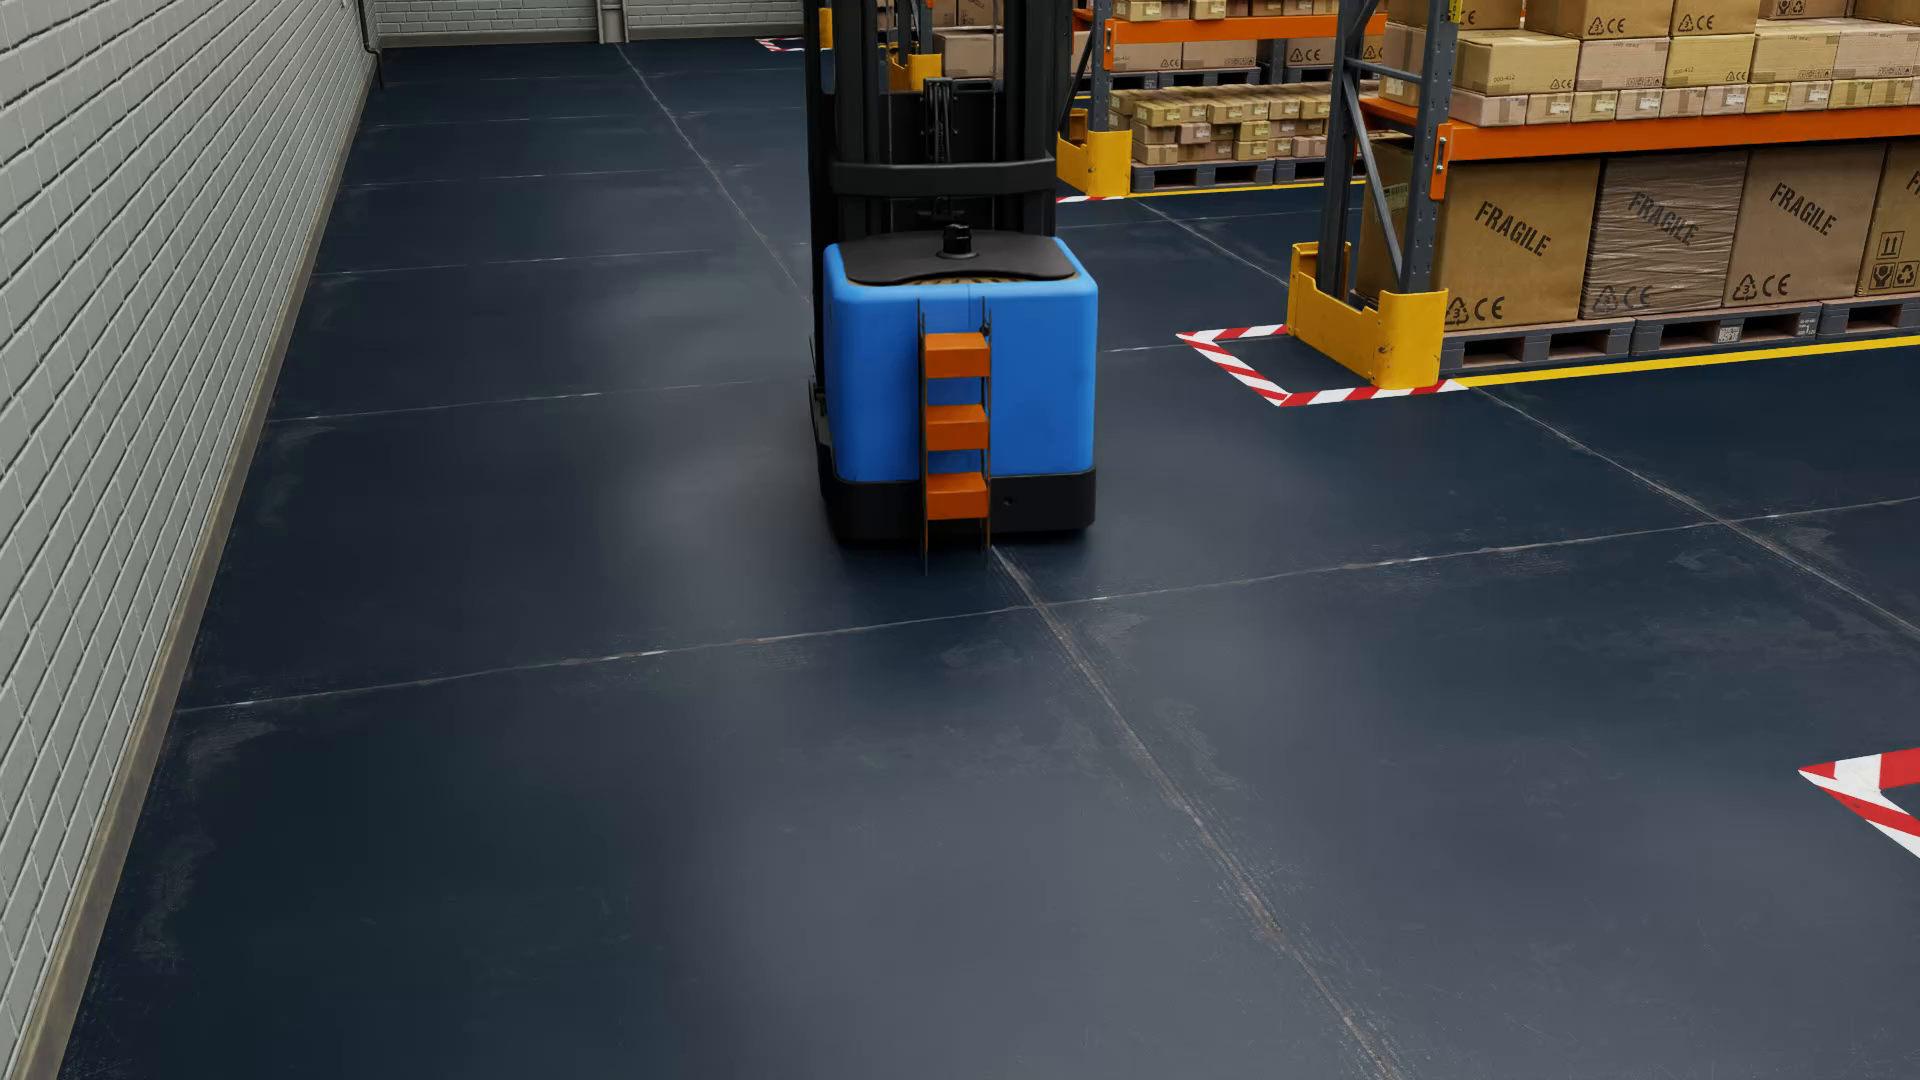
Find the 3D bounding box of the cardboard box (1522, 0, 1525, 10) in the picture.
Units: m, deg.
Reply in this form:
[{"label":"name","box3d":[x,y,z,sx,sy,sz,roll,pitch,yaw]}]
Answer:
[{"label":"cardboard box","box3d":[4.377,-4.401,13.521,0.250,0.149,0.380,-7,24,-16]}]

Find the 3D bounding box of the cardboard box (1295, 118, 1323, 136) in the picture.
[{"label":"cardboard box","box3d":[2.776,-3.419,13.619,0.250,0.149,0.380,-5,24,-12]}]

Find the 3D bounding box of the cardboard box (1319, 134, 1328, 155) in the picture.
[{"label":"cardboard box","box3d":[3.032,-3.265,13.639,0.250,0.149,0.380,-6,24,-14]}]

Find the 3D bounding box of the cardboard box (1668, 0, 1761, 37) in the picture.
[{"label":"cardboard box","box3d":[3.712,-2.856,8.465,0.500,0.500,0.500,-7,24,-16]}]

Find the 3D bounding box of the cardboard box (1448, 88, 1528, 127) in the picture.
[{"label":"cardboard box","box3d":[2.629,-2.182,8.349,0.250,0.149,0.380,-6,24,-14]}]

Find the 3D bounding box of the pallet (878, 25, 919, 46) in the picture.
[{"label":"pallet","box3d":[-0.983,-6.843,22.430,1.213,0.211,1.003,-6,24,-14]}]

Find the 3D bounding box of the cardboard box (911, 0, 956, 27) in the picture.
[{"label":"cardboard box","box3d":[-0.375,-7.181,22.319,0.500,0.500,0.700,-5,24,-12]}]

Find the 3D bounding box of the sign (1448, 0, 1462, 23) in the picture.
[{"label":"sign","box3d":[2.342,-2.607,7.824,0.005,0.325,0.100,-6,24,-14]}]

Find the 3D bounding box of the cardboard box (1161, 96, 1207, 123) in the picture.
[{"label":"cardboard box","box3d":[1.785,-3.437,13.283,0.250,0.149,0.380,-6,24,-13]}]

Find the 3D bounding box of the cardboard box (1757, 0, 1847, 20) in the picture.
[{"label":"cardboard box","box3d":[4.543,-3.162,9.178,0.500,0.500,0.500,-7,24,-16]}]

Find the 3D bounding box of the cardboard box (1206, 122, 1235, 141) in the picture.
[{"label":"cardboard box","box3d":[2.020,-3.324,13.398,0.250,0.149,0.380,-6,24,-14]}]

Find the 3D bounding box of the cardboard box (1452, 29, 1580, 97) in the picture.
[{"label":"cardboard box","box3d":[2.733,-2.401,8.354,0.500,0.250,0.500,-7,24,-16]}]

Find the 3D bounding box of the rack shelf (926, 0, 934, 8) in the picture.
[{"label":"rack shelf","box3d":[1.447,-6.029,17.910,4.000,0.370,1.077,-6,24,-14]}]

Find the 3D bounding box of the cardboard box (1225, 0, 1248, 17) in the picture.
[{"label":"cardboard box","box3d":[2.076,-4.204,13.062,0.250,0.149,0.380,-5,24,-12]}]

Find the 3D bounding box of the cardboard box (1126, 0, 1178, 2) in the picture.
[{"label":"cardboard box","box3d":[1.462,-4.404,12.706,0.500,0.500,0.500,-5,24,-12]}]

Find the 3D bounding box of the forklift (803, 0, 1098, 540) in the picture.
[{"label":"forklift","box3d":[-0.151,-1.895,7.449,1.130,2.935,3.031,-3,23,-7]}]

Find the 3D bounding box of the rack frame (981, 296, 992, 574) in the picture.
[{"label":"rack frame","box3d":[0.100,-0.392,6.331,0.008,1.050,0.200,-3,23,-7]}]

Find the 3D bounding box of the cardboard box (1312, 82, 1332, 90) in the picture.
[{"label":"cardboard box","box3d":[3.156,-3.757,14.031,0.250,0.149,0.380,-7,24,-17]}]

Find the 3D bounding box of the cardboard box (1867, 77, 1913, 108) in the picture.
[{"label":"cardboard box","box3d":[4.854,-2.429,8.924,0.250,0.149,0.380,-6,24,-13]}]

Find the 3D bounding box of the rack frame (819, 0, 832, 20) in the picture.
[{"label":"rack frame","box3d":[-1.823,-8.031,21.663,0.127,3.000,1.000,-6,24,-14]}]

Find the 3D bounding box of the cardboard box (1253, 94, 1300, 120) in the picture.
[{"label":"cardboard box","box3d":[2.548,-3.499,13.428,0.250,0.149,0.380,-5,24,-12]}]

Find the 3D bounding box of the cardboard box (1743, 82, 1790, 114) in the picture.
[{"label":"cardboard box","box3d":[4.110,-2.346,8.732,0.250,0.149,0.380,-7,24,-16]}]

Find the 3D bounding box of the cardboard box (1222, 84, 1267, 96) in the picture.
[{"label":"cardboard box","box3d":[2.379,-3.721,13.947,0.250,0.149,0.380,-5,24,-12]}]

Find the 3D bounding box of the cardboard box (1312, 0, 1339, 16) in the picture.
[{"label":"cardboard box","box3d":[2.844,-4.259,13.189,0.250,0.149,0.380,-5,24,-12]}]

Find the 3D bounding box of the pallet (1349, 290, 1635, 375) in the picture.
[{"label":"pallet","box3d":[2.947,-1.218,9.321,1.213,0.211,1.003,-6,24,-14]}]

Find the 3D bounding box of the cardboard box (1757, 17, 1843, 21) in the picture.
[{"label":"cardboard box","box3d":[4.549,-2.819,9.330,0.500,0.250,0.500,-6,24,-13]}]

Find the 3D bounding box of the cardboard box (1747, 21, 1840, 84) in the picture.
[{"label":"cardboard box","box3d":[4.218,-2.569,8.745,0.500,0.250,0.500,-7,24,-15]}]

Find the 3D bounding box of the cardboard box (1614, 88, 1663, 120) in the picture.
[{"label":"cardboard box","box3d":[3.373,-2.265,8.544,0.250,0.149,0.380,-7,24,-15]}]

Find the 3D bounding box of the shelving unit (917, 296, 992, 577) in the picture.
[{"label":"shelving unit","box3d":[-0.021,-0.386,6.317,0.252,1.050,0.215,-3,23,-7]}]

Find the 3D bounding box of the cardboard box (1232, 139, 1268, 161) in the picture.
[{"label":"cardboard box","box3d":[2.289,-3.169,13.415,0.250,0.149,0.380,-6,24,-14]}]

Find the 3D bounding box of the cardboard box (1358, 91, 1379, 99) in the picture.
[{"label":"cardboard box","box3d":[3.299,-3.557,13.565,0.250,0.149,0.380,-7,24,-16]}]

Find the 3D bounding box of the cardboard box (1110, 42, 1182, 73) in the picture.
[{"label":"cardboard box","box3d":[1.877,-5.467,18.403,0.875,0.438,0.875,-7,24,-16]}]

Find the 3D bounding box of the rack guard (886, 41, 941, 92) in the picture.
[{"label":"rack guard","box3d":[-0.502,-4.996,17.759,0.348,0.500,1.175,-6,24,-14]}]

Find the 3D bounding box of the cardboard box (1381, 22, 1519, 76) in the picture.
[{"label":"cardboard box","box3d":[2.593,-2.605,8.829,0.500,0.250,0.500,-7,24,-15]}]

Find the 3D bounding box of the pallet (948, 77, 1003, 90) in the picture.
[{"label":"pallet","box3d":[0.270,-4.980,18.089,1.213,0.211,1.003,-6,24,-14]}]

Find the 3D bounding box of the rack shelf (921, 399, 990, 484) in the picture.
[{"label":"rack shelf","box3d":[-0.021,-0.376,6.321,0.240,0.259,0.215,-3,23,-7]}]

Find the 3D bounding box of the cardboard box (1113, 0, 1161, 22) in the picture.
[{"label":"cardboard box","box3d":[1.356,-4.073,12.757,0.250,0.149,0.380,-7,24,-15]}]

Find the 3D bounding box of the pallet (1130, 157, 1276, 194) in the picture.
[{"label":"pallet","box3d":[1.821,-3.078,13.656,1.213,0.211,1.003,-6,24,-14]}]

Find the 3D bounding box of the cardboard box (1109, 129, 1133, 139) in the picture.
[{"label":"cardboard box","box3d":[1.406,-3.297,13.712,0.250,0.149,0.380,-6,24,-13]}]

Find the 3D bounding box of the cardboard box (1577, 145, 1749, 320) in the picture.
[{"label":"cardboard box","box3d":[3.669,-1.797,9.295,0.875,0.875,0.875,-6,24,-14]}]

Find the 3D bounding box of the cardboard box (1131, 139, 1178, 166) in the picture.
[{"label":"cardboard box","box3d":[1.547,-3.096,13.243,0.250,0.149,0.380,-6,24,-13]}]

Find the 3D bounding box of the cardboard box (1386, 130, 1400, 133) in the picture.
[{"label":"cardboard box","box3d":[3.571,-3.477,13.755,0.250,0.149,0.380,-6,24,-13]}]

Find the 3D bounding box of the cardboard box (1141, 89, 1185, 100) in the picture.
[{"label":"cardboard box","box3d":[1.654,-3.592,13.646,0.250,0.149,0.380,-6,24,-13]}]

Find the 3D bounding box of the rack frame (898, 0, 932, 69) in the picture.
[{"label":"rack frame","box3d":[-0.479,-6.147,17.272,0.127,3.000,1.000,-6,24,-14]}]

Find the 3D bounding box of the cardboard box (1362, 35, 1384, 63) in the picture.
[{"label":"cardboard box","box3d":[4.815,-5.985,19.057,0.875,0.875,0.875,-6,24,-13]}]
